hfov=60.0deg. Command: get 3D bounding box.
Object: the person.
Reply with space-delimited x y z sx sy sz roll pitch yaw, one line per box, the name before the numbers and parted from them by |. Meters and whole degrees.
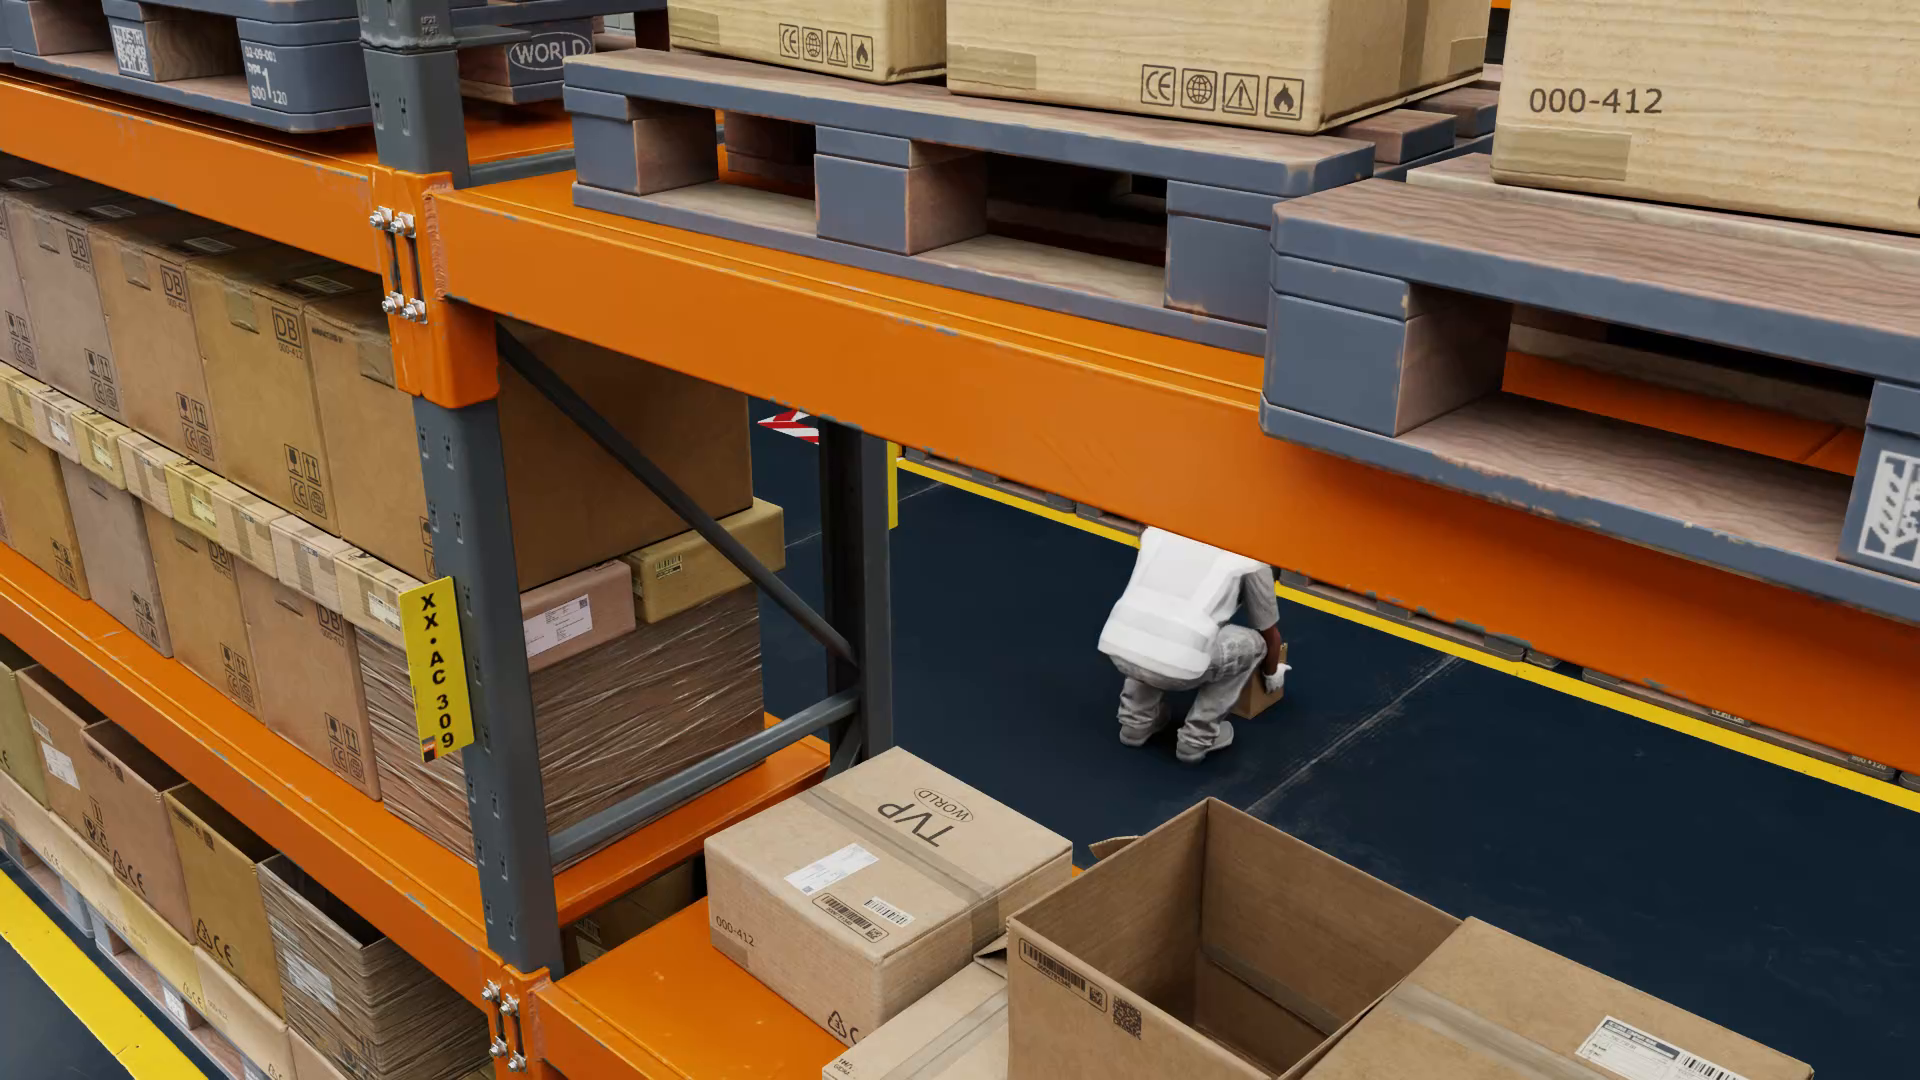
person | 0.887 0.326 6.412 0.567 0.922 0.906 20 31 38
